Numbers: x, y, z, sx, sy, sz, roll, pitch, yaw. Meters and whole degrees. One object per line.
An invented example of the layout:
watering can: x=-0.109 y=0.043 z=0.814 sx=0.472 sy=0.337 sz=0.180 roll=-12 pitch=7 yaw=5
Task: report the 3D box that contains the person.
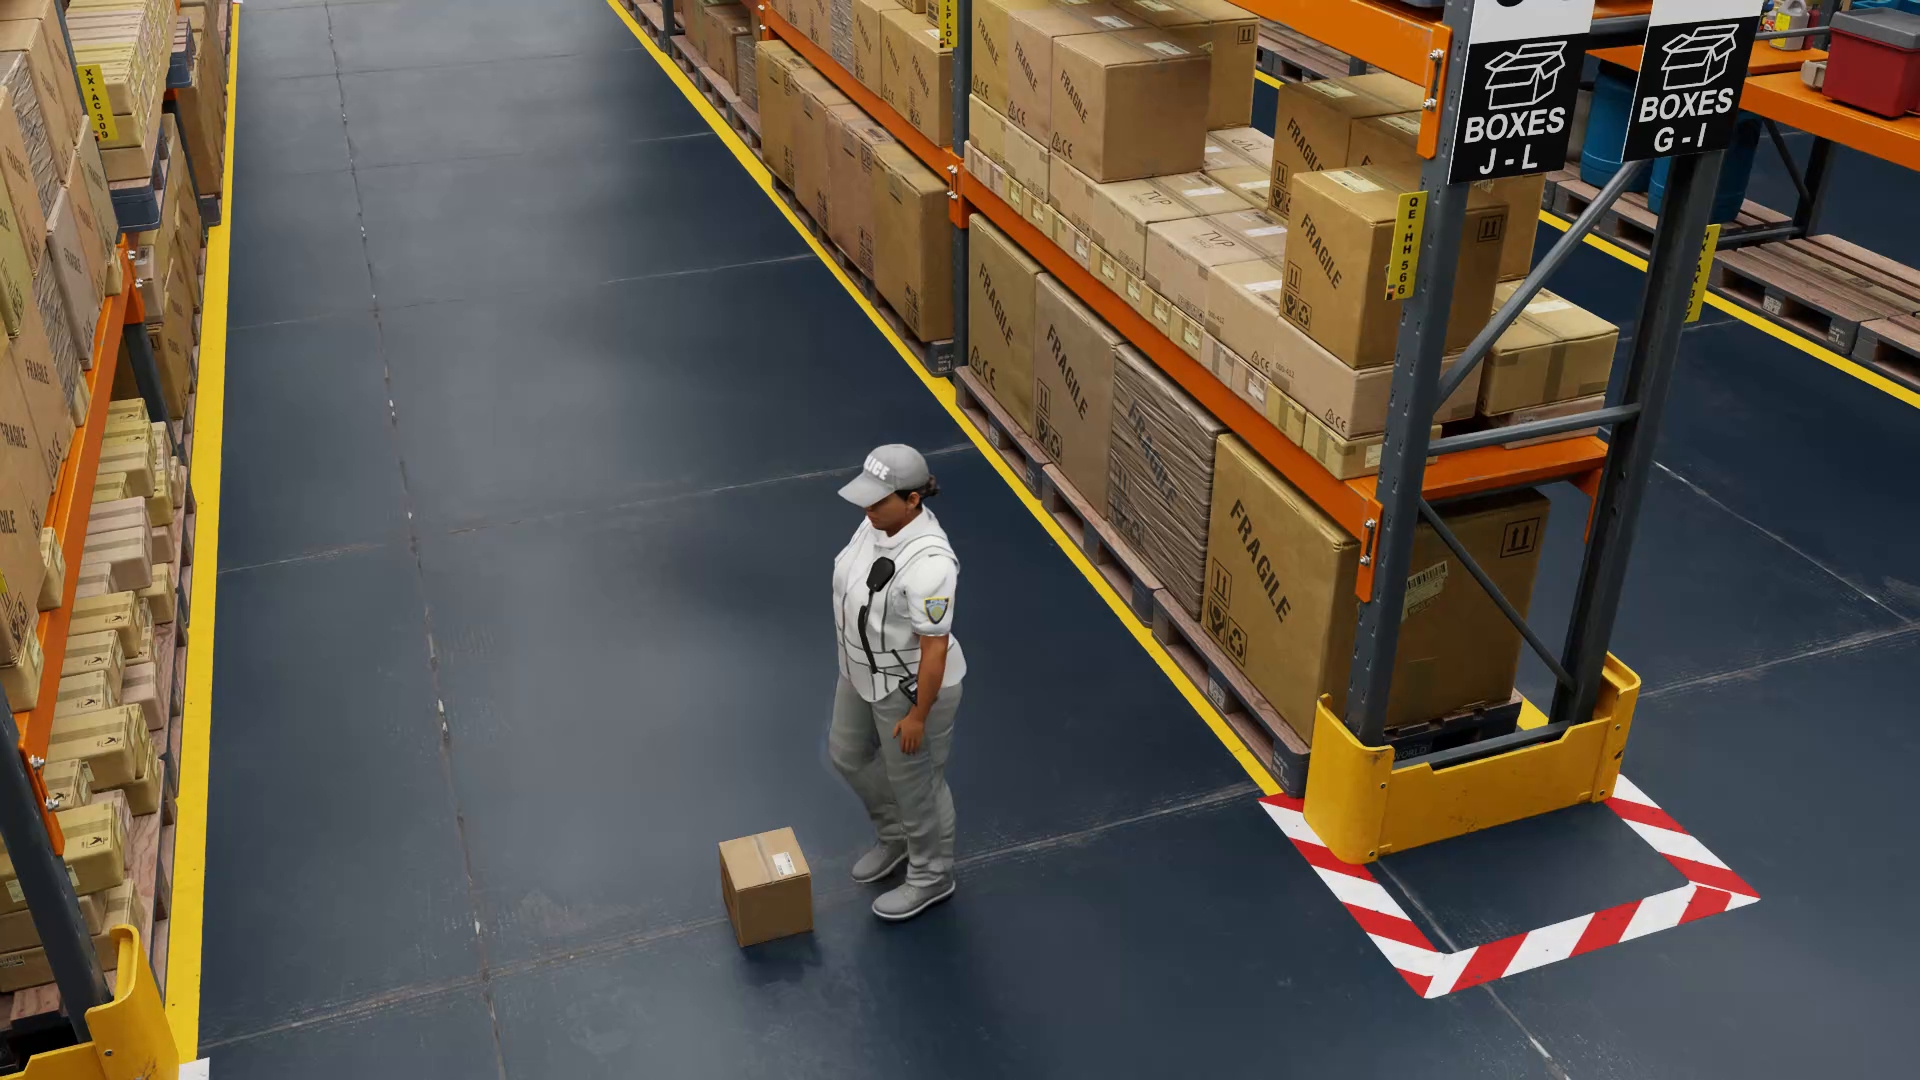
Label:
person: x=-0.196 y=0.462 z=5.326 sx=0.386 sy=1.704 sz=0.513 roll=-14 pitch=33 yaw=-23
